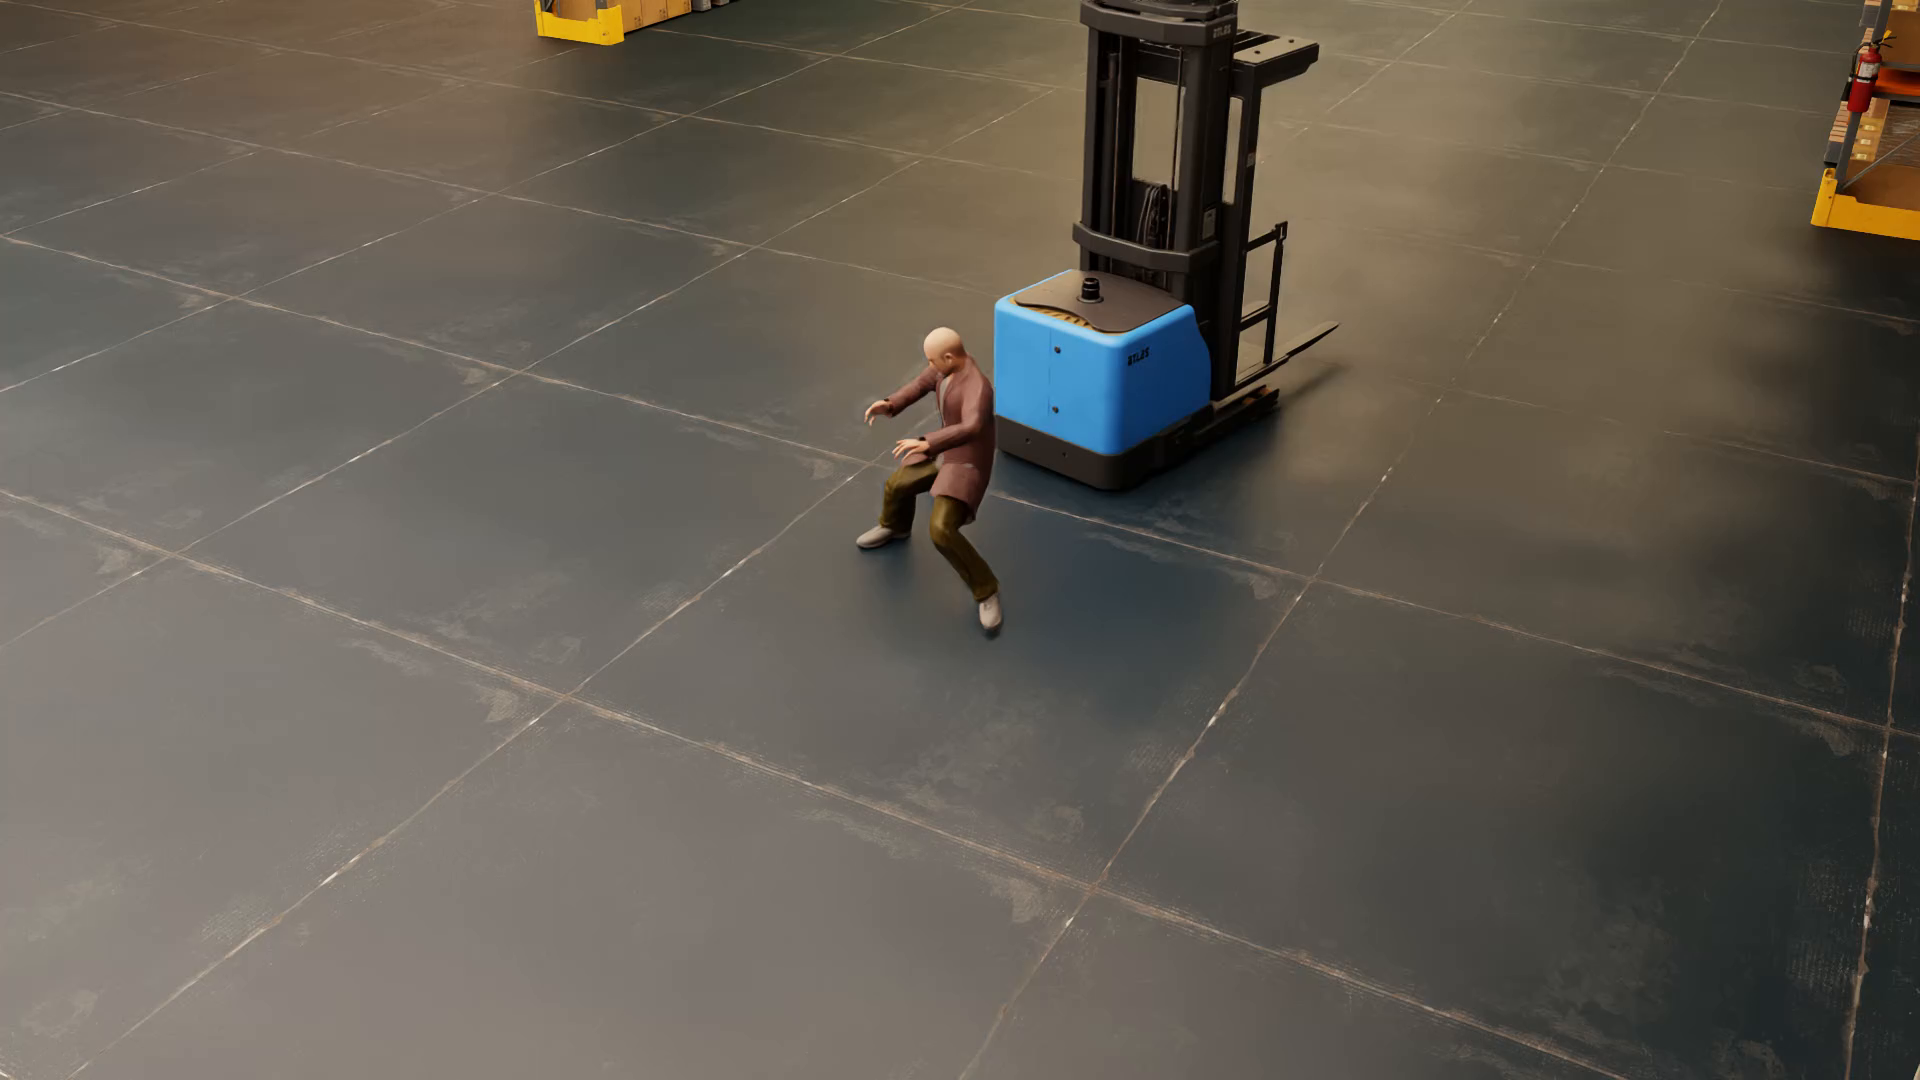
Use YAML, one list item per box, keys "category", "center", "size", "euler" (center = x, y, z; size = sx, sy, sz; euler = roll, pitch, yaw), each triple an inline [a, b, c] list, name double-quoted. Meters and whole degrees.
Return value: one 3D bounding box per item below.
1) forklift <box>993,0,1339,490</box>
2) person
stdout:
- category: "forklift"
  center: [1.560, -2.236, 10.945]
  size: [1.130, 2.935, 3.031]
  euler: [24, 38, 35]
- category: "person"
  center: [-0.142, -0.351, 9.232]
  size: [0.709, 1.376, 1.279]
  euler: [-8, 31, -13]
